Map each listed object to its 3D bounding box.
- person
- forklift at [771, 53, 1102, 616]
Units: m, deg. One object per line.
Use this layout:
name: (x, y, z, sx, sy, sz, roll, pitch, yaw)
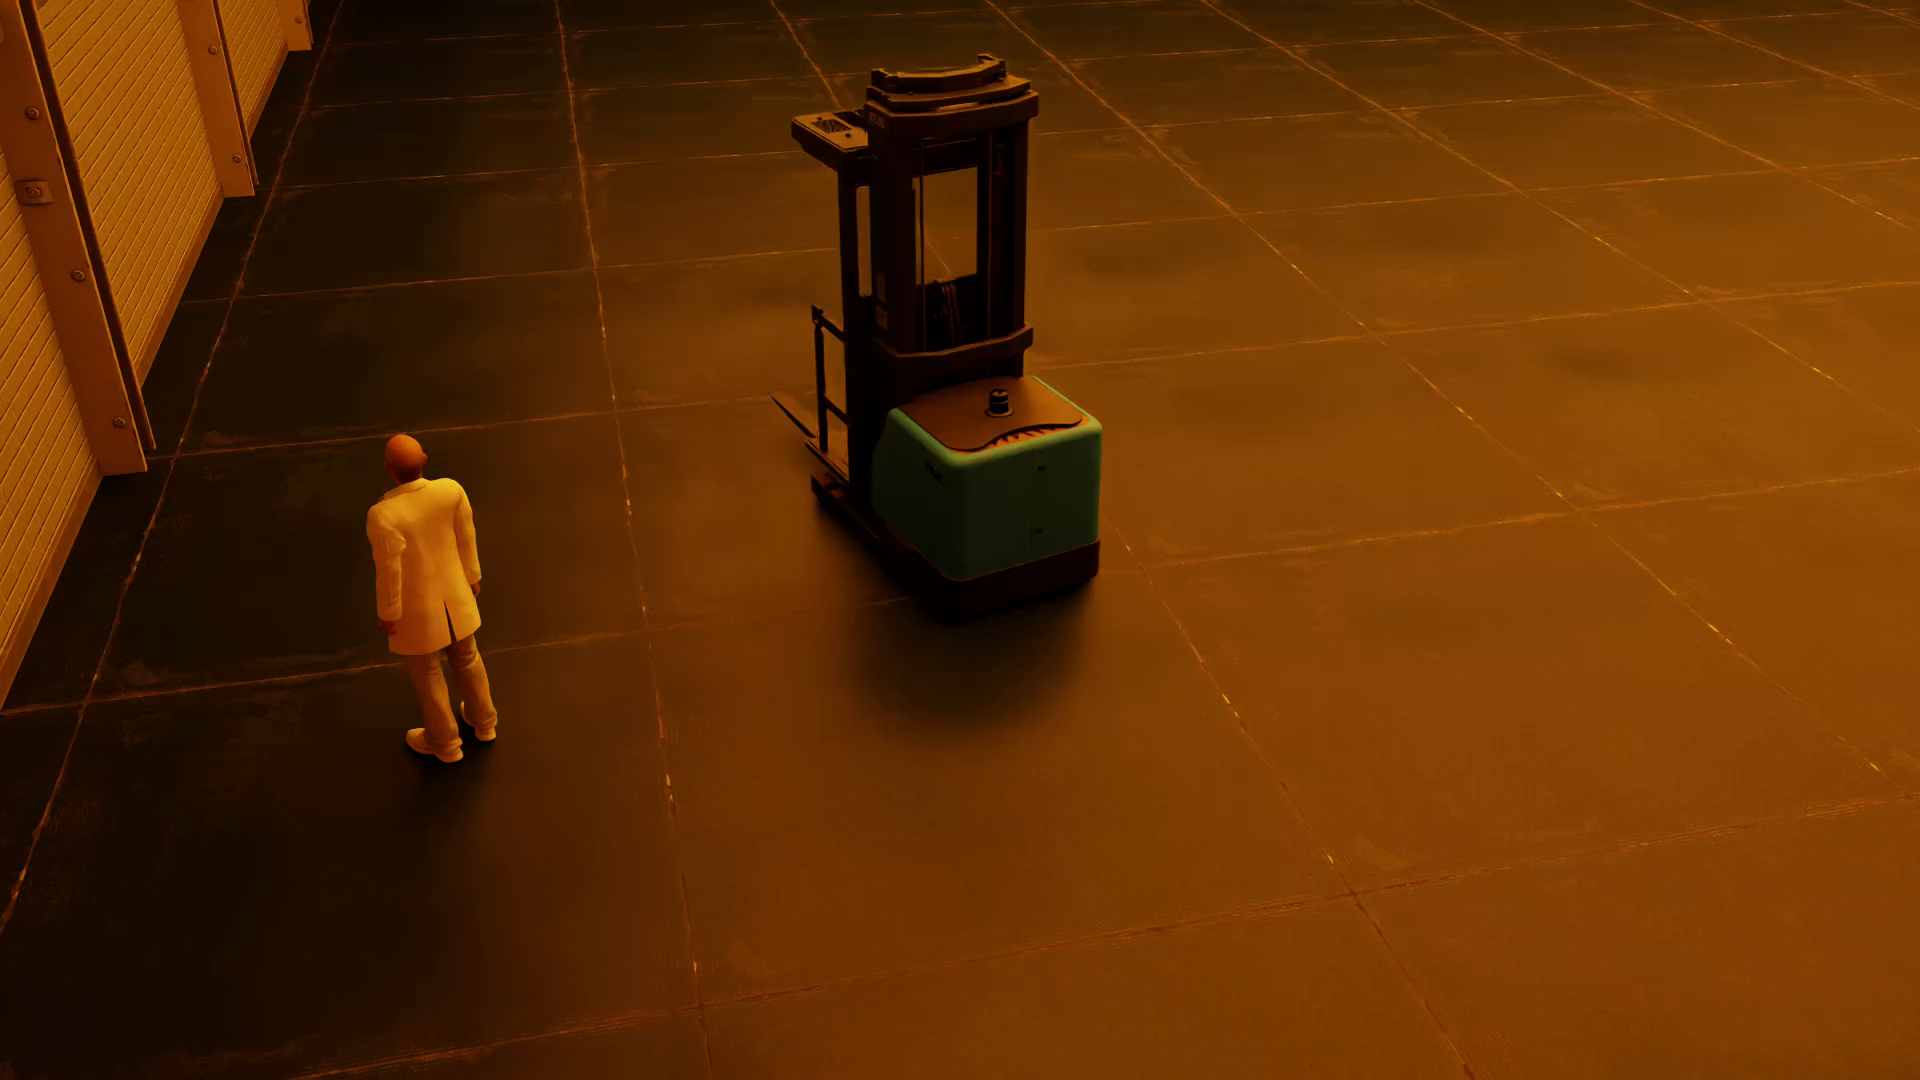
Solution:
person: (-2.651, 0.273, 8.248, 0.384, 1.783, 0.566, 24, 38, 35)
forklift: (-0.321, -1.538, 10.231, 1.130, 2.935, 3.031, -16, 34, -25)
